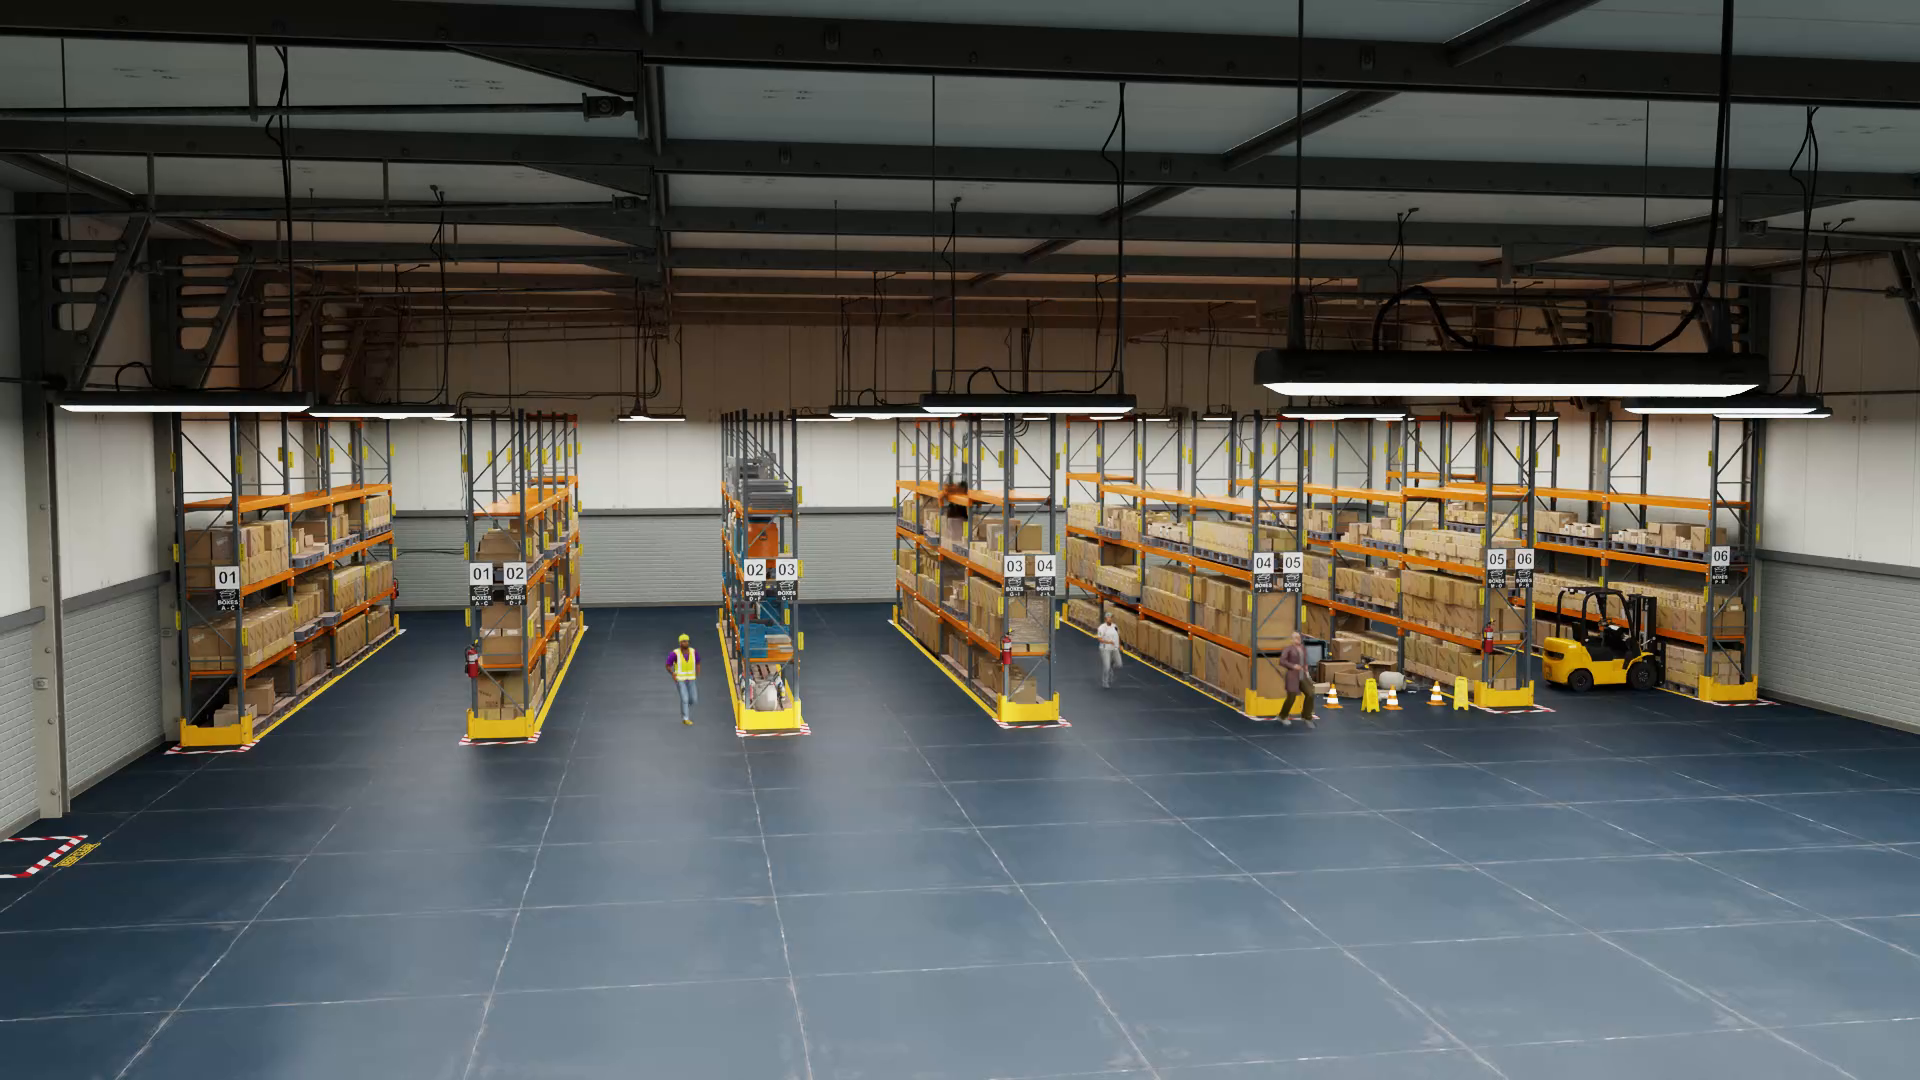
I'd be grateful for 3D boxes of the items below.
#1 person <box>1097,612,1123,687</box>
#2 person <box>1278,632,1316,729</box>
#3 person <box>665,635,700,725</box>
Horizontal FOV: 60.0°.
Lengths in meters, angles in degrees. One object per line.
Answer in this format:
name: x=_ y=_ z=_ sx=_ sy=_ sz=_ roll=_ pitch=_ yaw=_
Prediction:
person: x=3.297 y=2.397 z=36.210 sx=0.613 sy=1.634 sz=0.546 roll=-2 pitch=4 yaw=-22
person: x=6.345 y=2.644 z=31.387 sx=0.770 sy=1.823 sz=0.739 roll=-3 pitch=5 yaw=-33
person: x=-5.248 y=2.652 z=31.667 sx=0.686 sy=1.722 sz=0.567 roll=-2 pitch=4 yaw=-27
